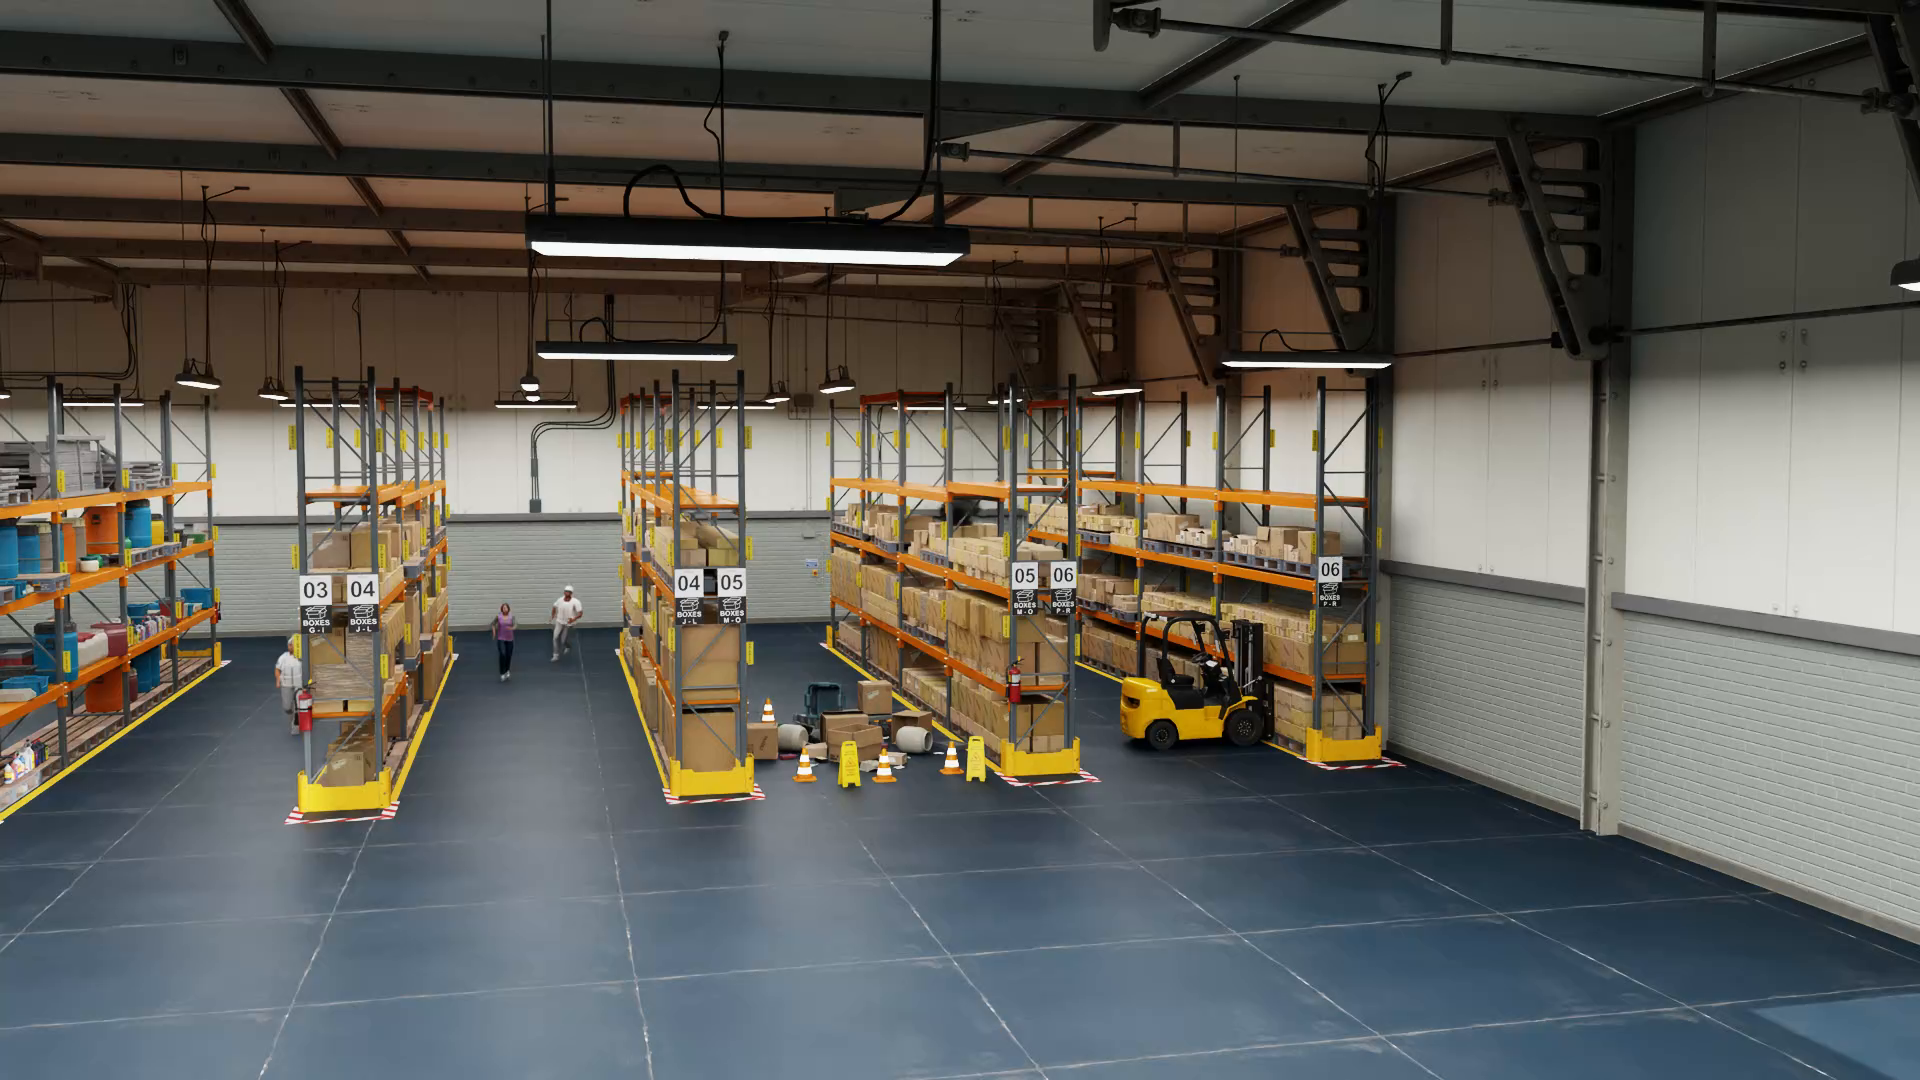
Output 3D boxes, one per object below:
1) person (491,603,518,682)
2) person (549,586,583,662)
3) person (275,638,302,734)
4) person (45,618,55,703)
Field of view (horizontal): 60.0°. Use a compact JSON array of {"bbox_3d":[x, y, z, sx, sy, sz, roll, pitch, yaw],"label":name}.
[{"bbox_3d":[-9.495,2.131,34.701,0.504,1.645,0.714,-1,4,-23],"label":"person"},{"bbox_3d":[-8.978,1.892,37.932,0.746,1.714,0.760,1,3,10],"label":"person"},{"bbox_3d":[-11.451,2.499,28.597,0.614,1.631,0.575,-1,4,-17],"label":"person"},{"bbox_3d":[-17.337,2.295,31.706,0.543,1.624,0.554,-1,3,-9],"label":"person"}]
